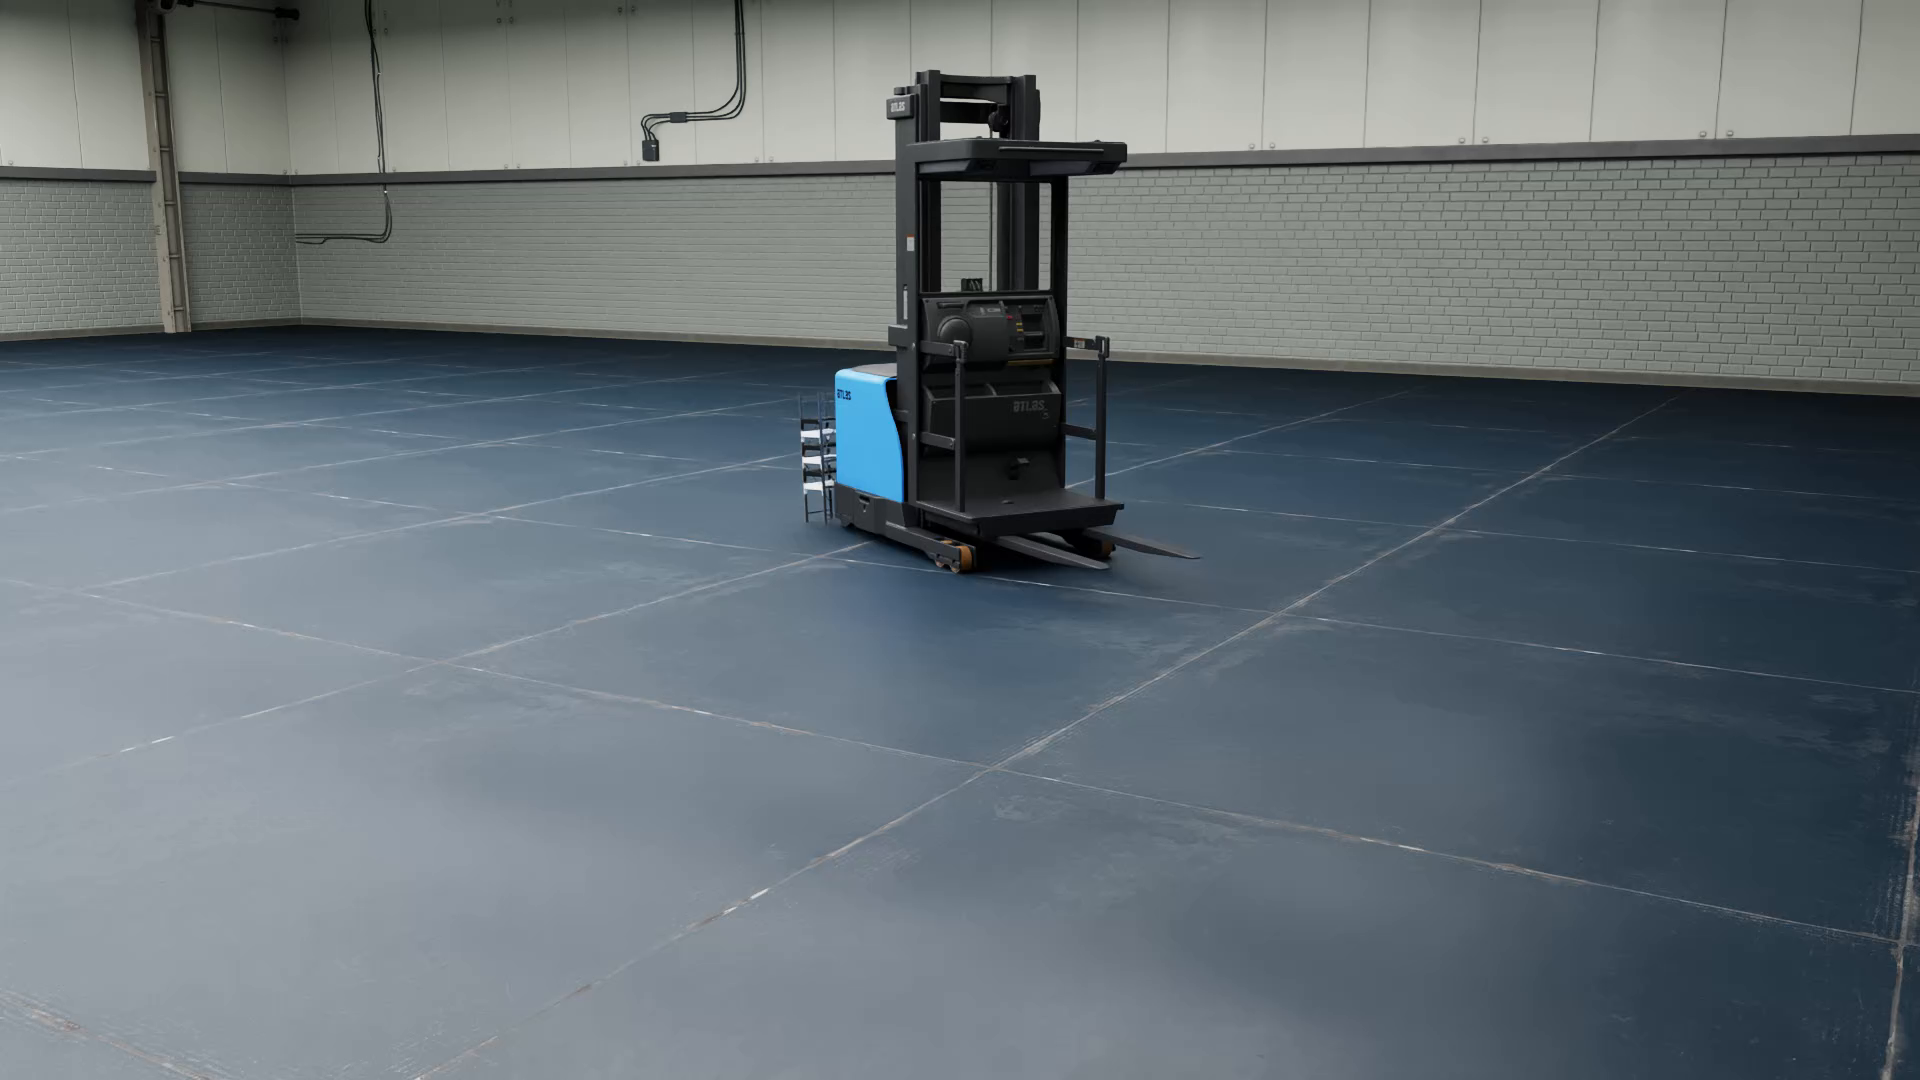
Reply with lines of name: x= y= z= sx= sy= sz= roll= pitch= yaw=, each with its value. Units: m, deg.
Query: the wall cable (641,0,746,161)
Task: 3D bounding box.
wall cable: x=-4.672 y=-9.630 z=28.613 sx=2.305 sy=6.003 sz=0.169 roll=6 pitch=12 yaw=31

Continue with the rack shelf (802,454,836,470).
rack shelf: x=-0.926 y=-0.540 z=11.457 sx=0.258 sy=0.077 sz=0.200 roll=-10 pitch=11 yaw=-43

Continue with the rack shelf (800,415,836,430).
rack shelf: x=-0.937 y=-0.806 z=11.418 sx=0.258 sy=0.077 sz=0.200 roll=-10 pitch=11 yaw=-43

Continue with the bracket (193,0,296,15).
bracket: x=-13.994 y=-10.612 z=33.315 sx=0.076 sy=0.066 sz=3.189 roll=6 pitch=12 yaw=31

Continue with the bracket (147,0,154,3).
bracket: x=-15.349 y=-10.201 z=31.123 sx=0.235 sy=0.232 sz=0.430 roll=6 pitch=12 yaw=31

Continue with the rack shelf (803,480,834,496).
rack shelf: x=-0.919 y=-0.362 z=11.482 sx=0.258 sy=0.077 sz=0.200 roll=-10 pitch=11 yaw=-43

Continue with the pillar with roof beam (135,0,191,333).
pillar with roof beam: x=-11.758 y=-8.120 z=29.787 sx=9.100 sy=9.000 sz=0.548 roll=6 pitch=12 yaw=31

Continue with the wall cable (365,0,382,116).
wall cable: x=-10.465 y=-9.566 z=32.224 sx=3.097 sy=2.526 sz=0.112 roll=6 pitch=12 yaw=31

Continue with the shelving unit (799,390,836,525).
shelving unit: x=-0.927 y=-0.572 z=11.452 sx=0.258 sy=0.900 sz=0.210 roll=-10 pitch=11 yaw=-43

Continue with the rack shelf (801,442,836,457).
rack shelf: x=-0.929 y=-0.629 z=11.444 sx=0.258 sy=0.077 sz=0.200 roll=-10 pitch=11 yaw=-43

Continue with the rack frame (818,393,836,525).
rack frame: x=-0.856 y=-0.565 z=11.379 sx=0.240 sy=0.900 sz=0.006 roll=-10 pitch=11 yaw=-43

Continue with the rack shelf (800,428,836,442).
rack shelf: x=-0.933 y=-0.717 z=11.431 sx=0.258 sy=0.077 sz=0.200 roll=-10 pitch=11 yaw=-43

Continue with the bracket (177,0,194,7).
bracket: x=-14.918 y=-10.332 z=31.820 sx=0.235 sy=0.232 sz=0.430 roll=6 pitch=12 yaw=31

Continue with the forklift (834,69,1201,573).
forklift: x=0.303 y=-1.341 z=10.064 sx=1.130 sy=2.935 sz=3.031 roll=-6 pitch=12 yaw=-29

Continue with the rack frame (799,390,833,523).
rack frame: x=-0.998 y=-0.580 z=11.524 sx=0.240 sy=0.900 sz=0.006 roll=-10 pitch=11 yaw=-43

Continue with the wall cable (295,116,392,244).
wall cable: x=-12.777 y=-7.342 z=34.070 sx=3.097 sy=2.526 sz=0.112 roll=6 pitch=12 yaw=31

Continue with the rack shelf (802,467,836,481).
rack shelf: x=-0.922 y=-0.451 z=11.470 sx=0.258 sy=0.077 sz=0.200 roll=-10 pitch=11 yaw=-43

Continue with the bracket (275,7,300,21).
bracket: x=-13.688 y=-10.705 z=33.811 sx=0.235 sy=0.232 sz=0.430 roll=6 pitch=12 yaw=31
